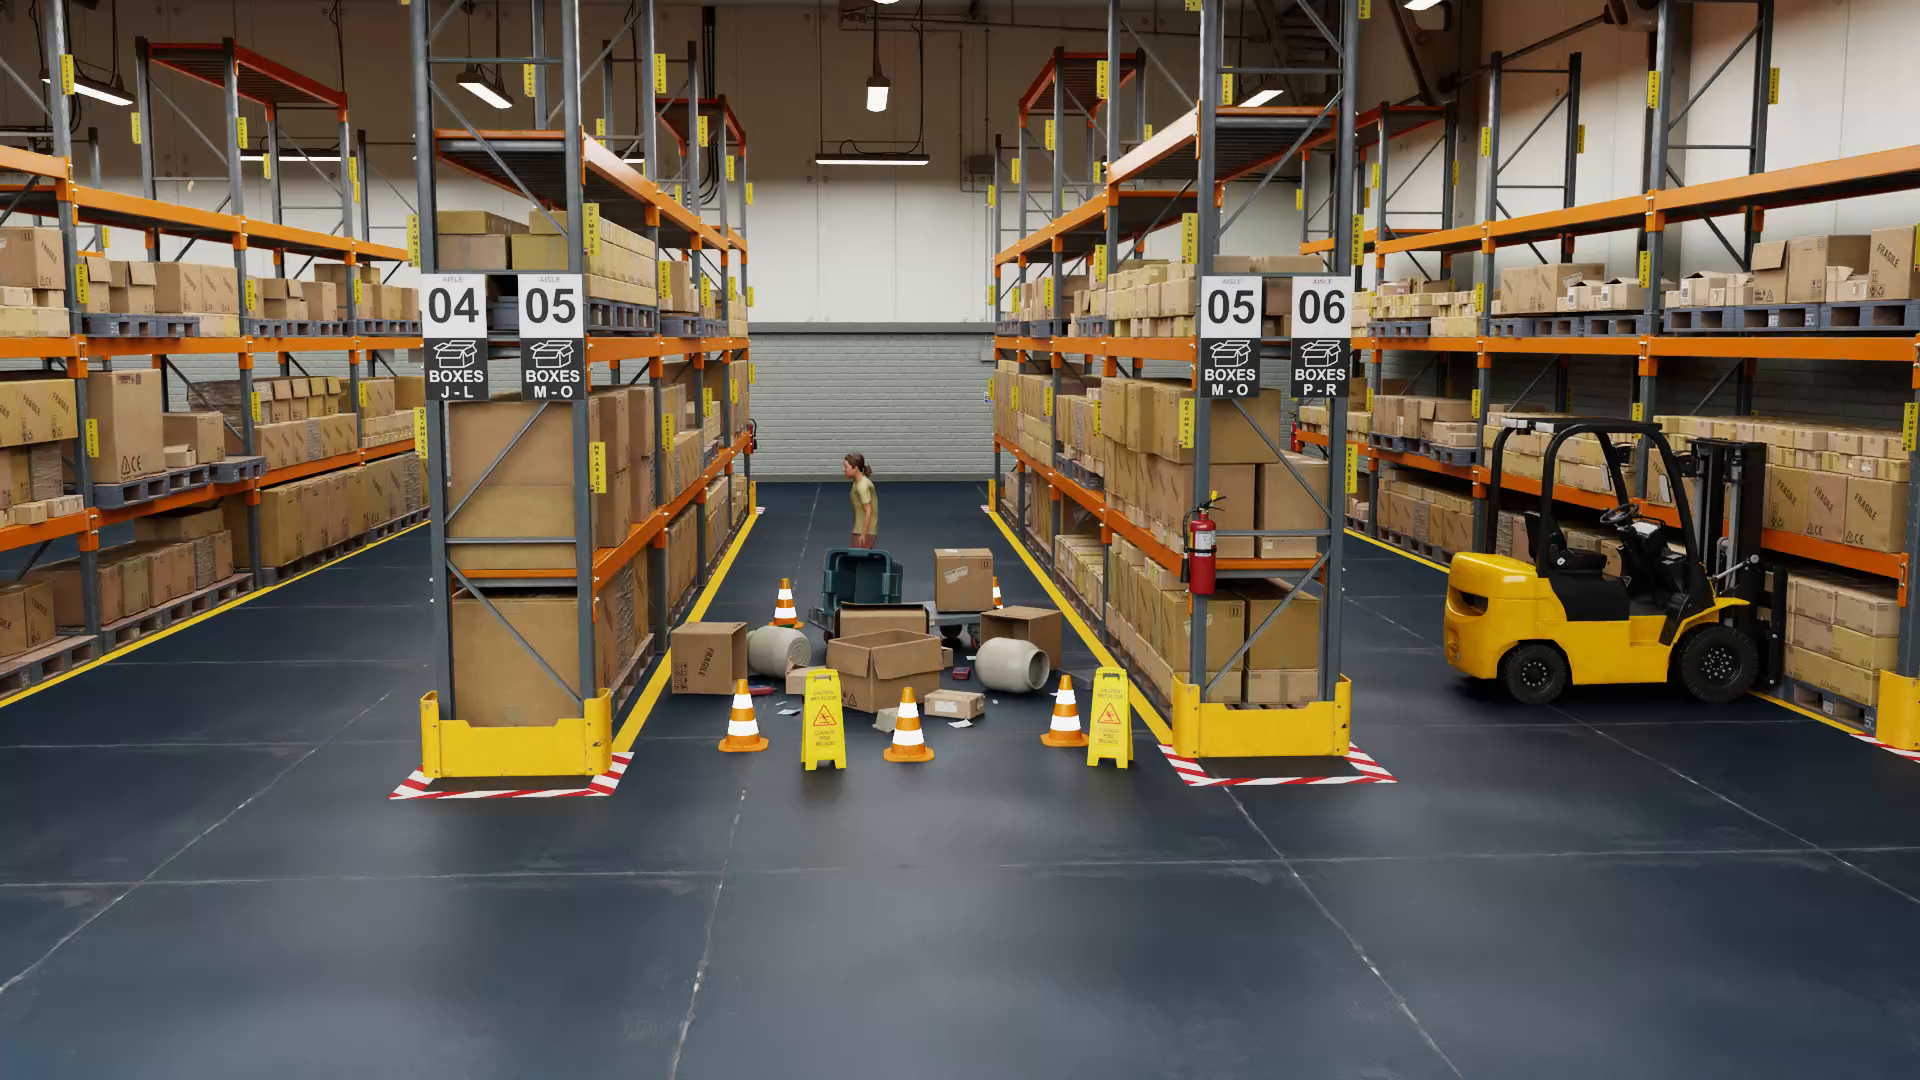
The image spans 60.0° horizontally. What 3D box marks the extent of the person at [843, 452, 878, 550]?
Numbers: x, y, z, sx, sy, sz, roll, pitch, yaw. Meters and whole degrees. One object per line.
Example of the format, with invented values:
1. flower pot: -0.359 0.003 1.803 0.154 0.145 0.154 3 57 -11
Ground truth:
1. person: -1.003 -0.048 16.660 0.362 1.671 0.519 -1 7 -7
